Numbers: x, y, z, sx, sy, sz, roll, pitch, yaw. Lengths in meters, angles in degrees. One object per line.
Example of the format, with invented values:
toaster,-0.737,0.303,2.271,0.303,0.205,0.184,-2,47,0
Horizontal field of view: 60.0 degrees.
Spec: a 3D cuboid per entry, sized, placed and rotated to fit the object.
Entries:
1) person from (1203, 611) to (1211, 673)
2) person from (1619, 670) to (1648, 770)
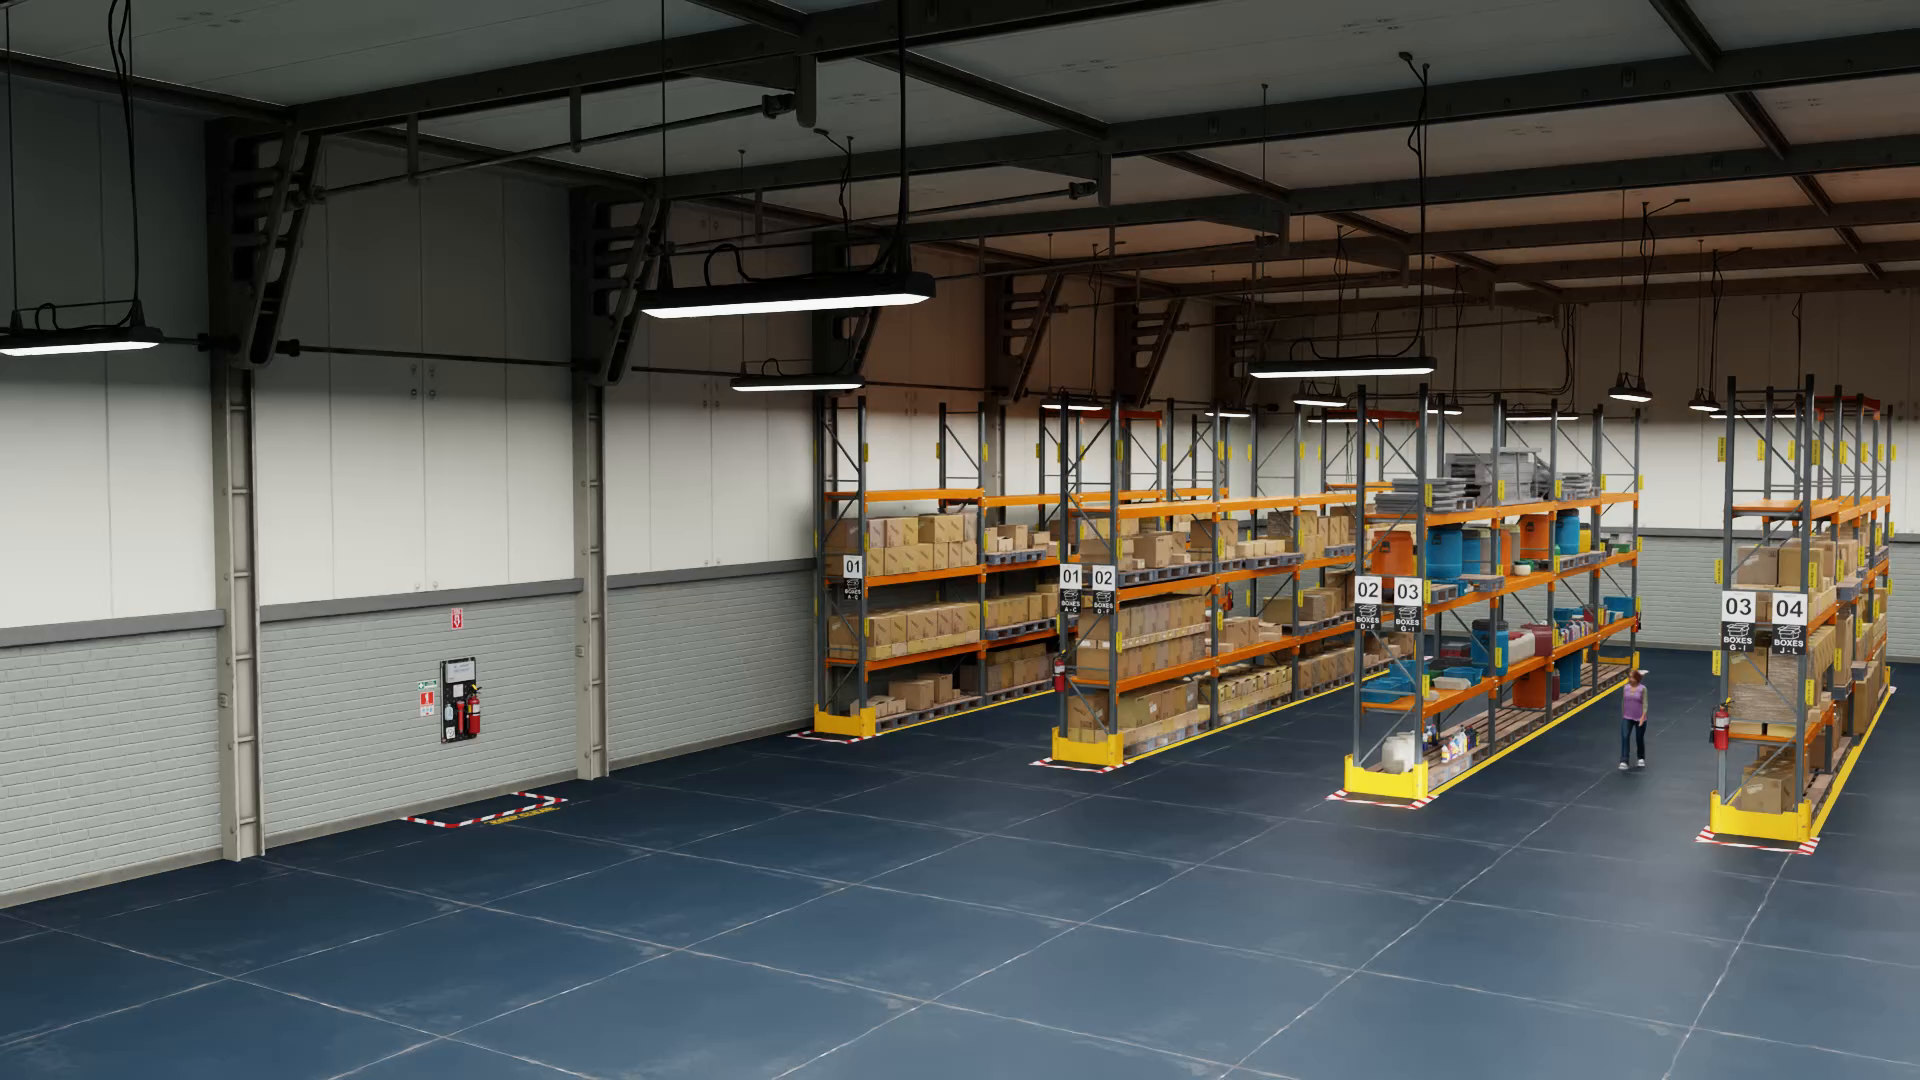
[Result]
person,5.284,2.321,35.115,0.693,1.689,0.616,3,4,41
person,10.614,2.835,26.205,0.432,1.537,0.903,2,4,35
